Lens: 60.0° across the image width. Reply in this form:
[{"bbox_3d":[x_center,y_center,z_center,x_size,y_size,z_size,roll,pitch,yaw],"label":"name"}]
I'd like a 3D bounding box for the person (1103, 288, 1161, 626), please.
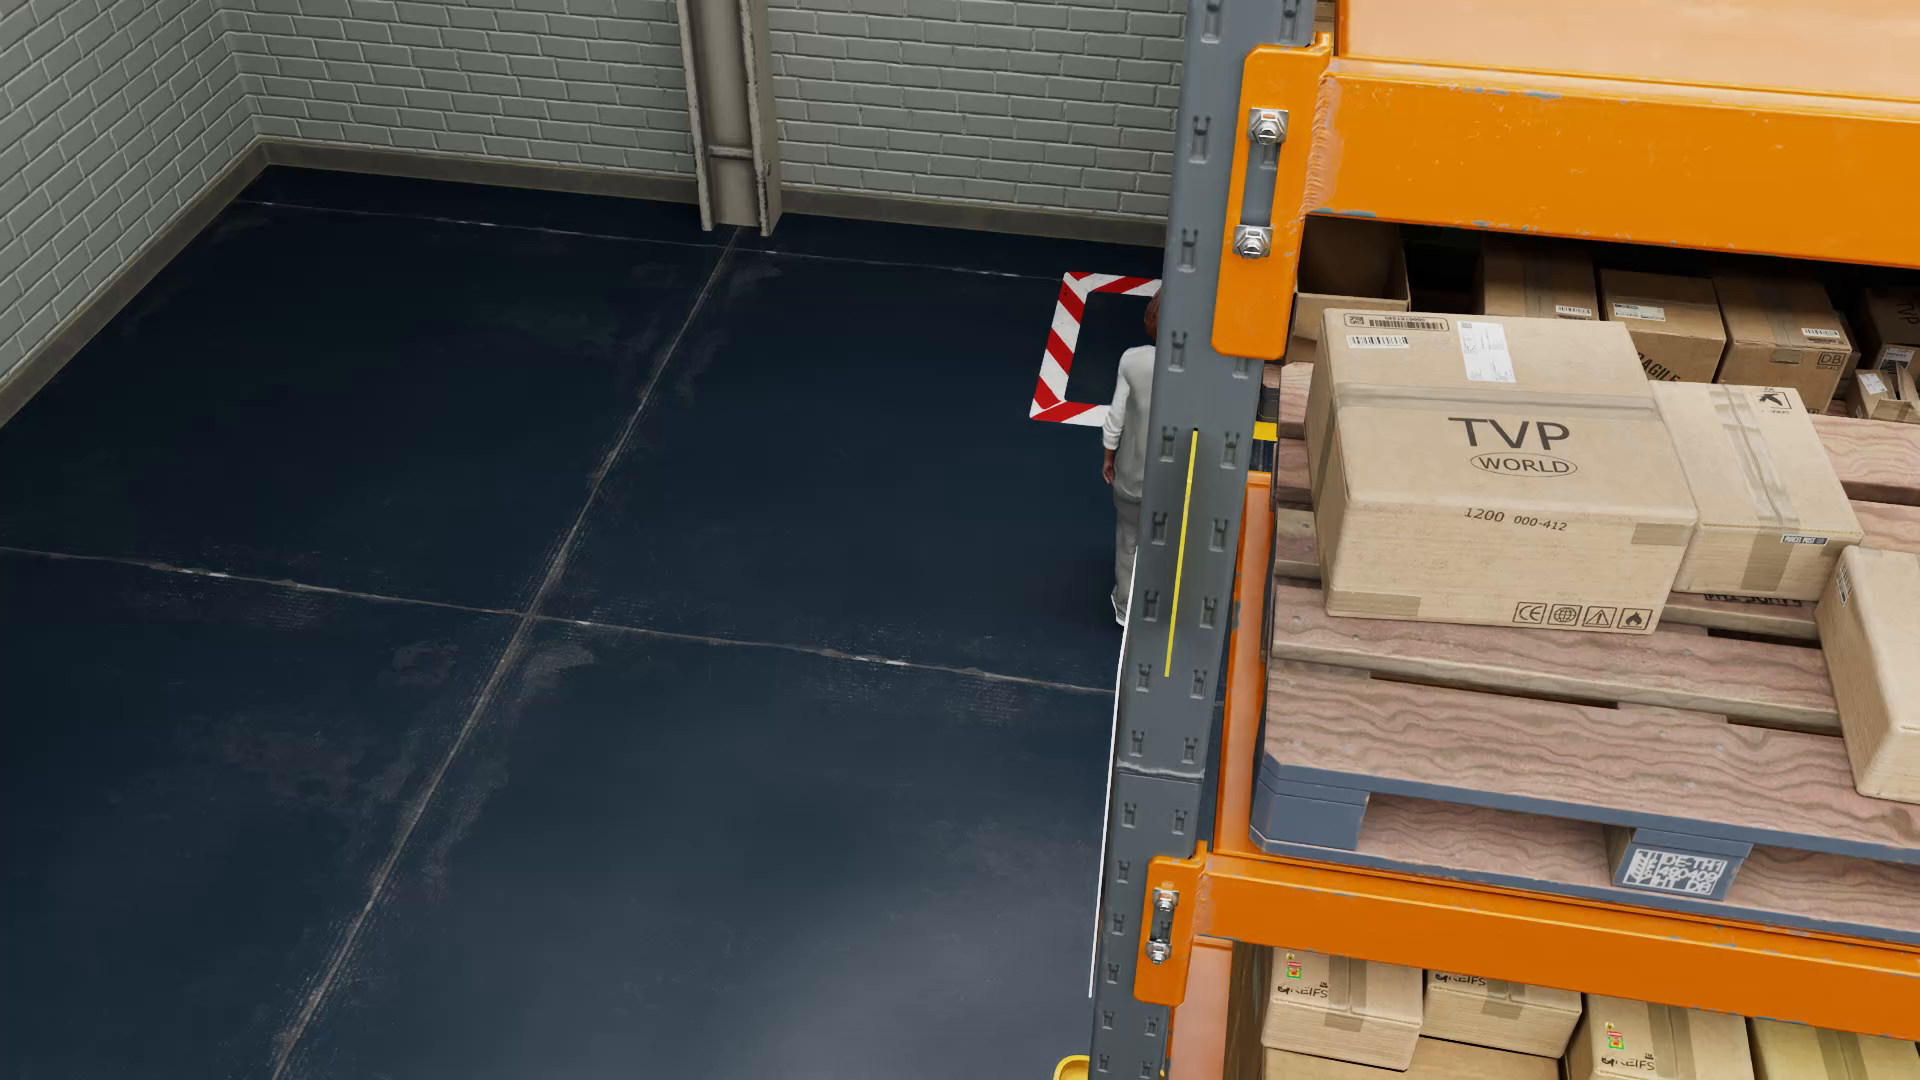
[{"bbox_3d":[0.779,-0.270,6.476,0.463,1.592,0.364,7,42,8],"label":"person"}]
